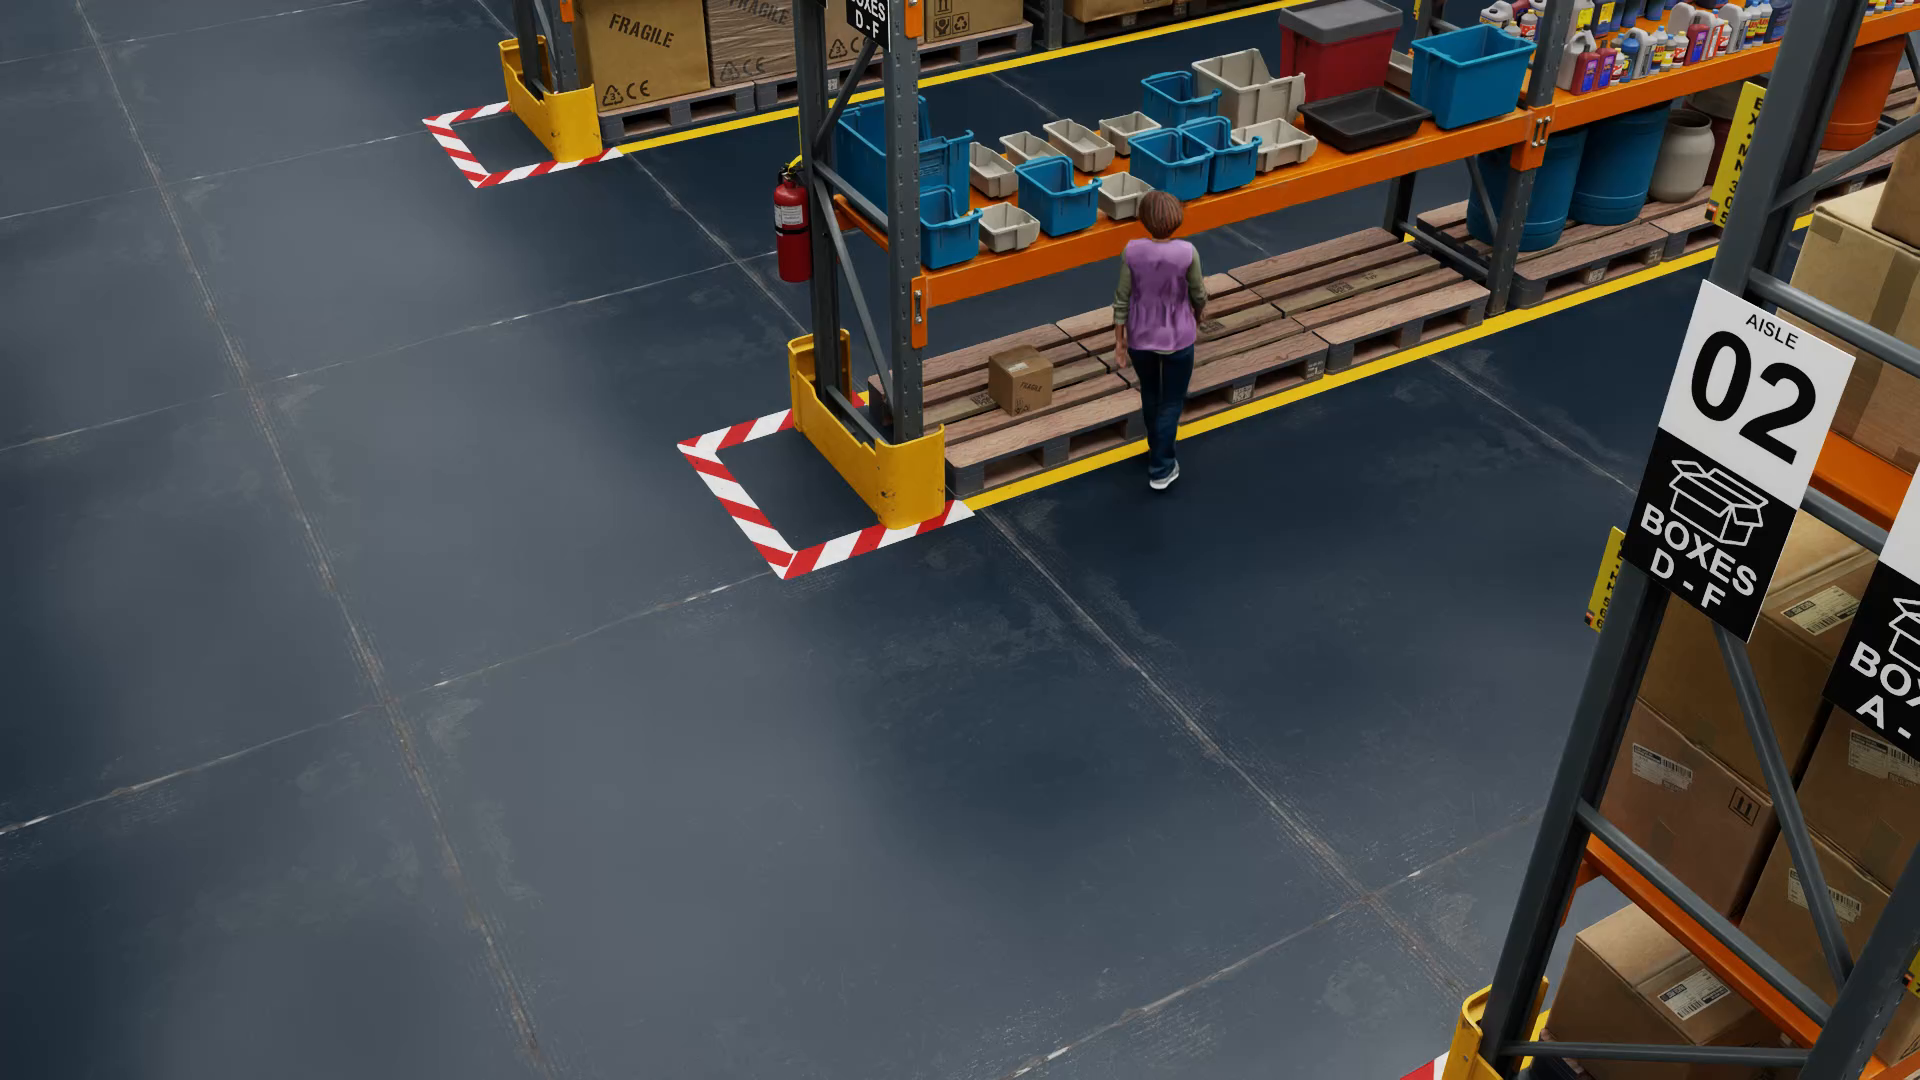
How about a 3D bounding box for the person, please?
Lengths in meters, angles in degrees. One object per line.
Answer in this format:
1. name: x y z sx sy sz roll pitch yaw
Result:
1. person: 0.991 -1.019 8.262 0.440 1.613 0.539 11 39 14
